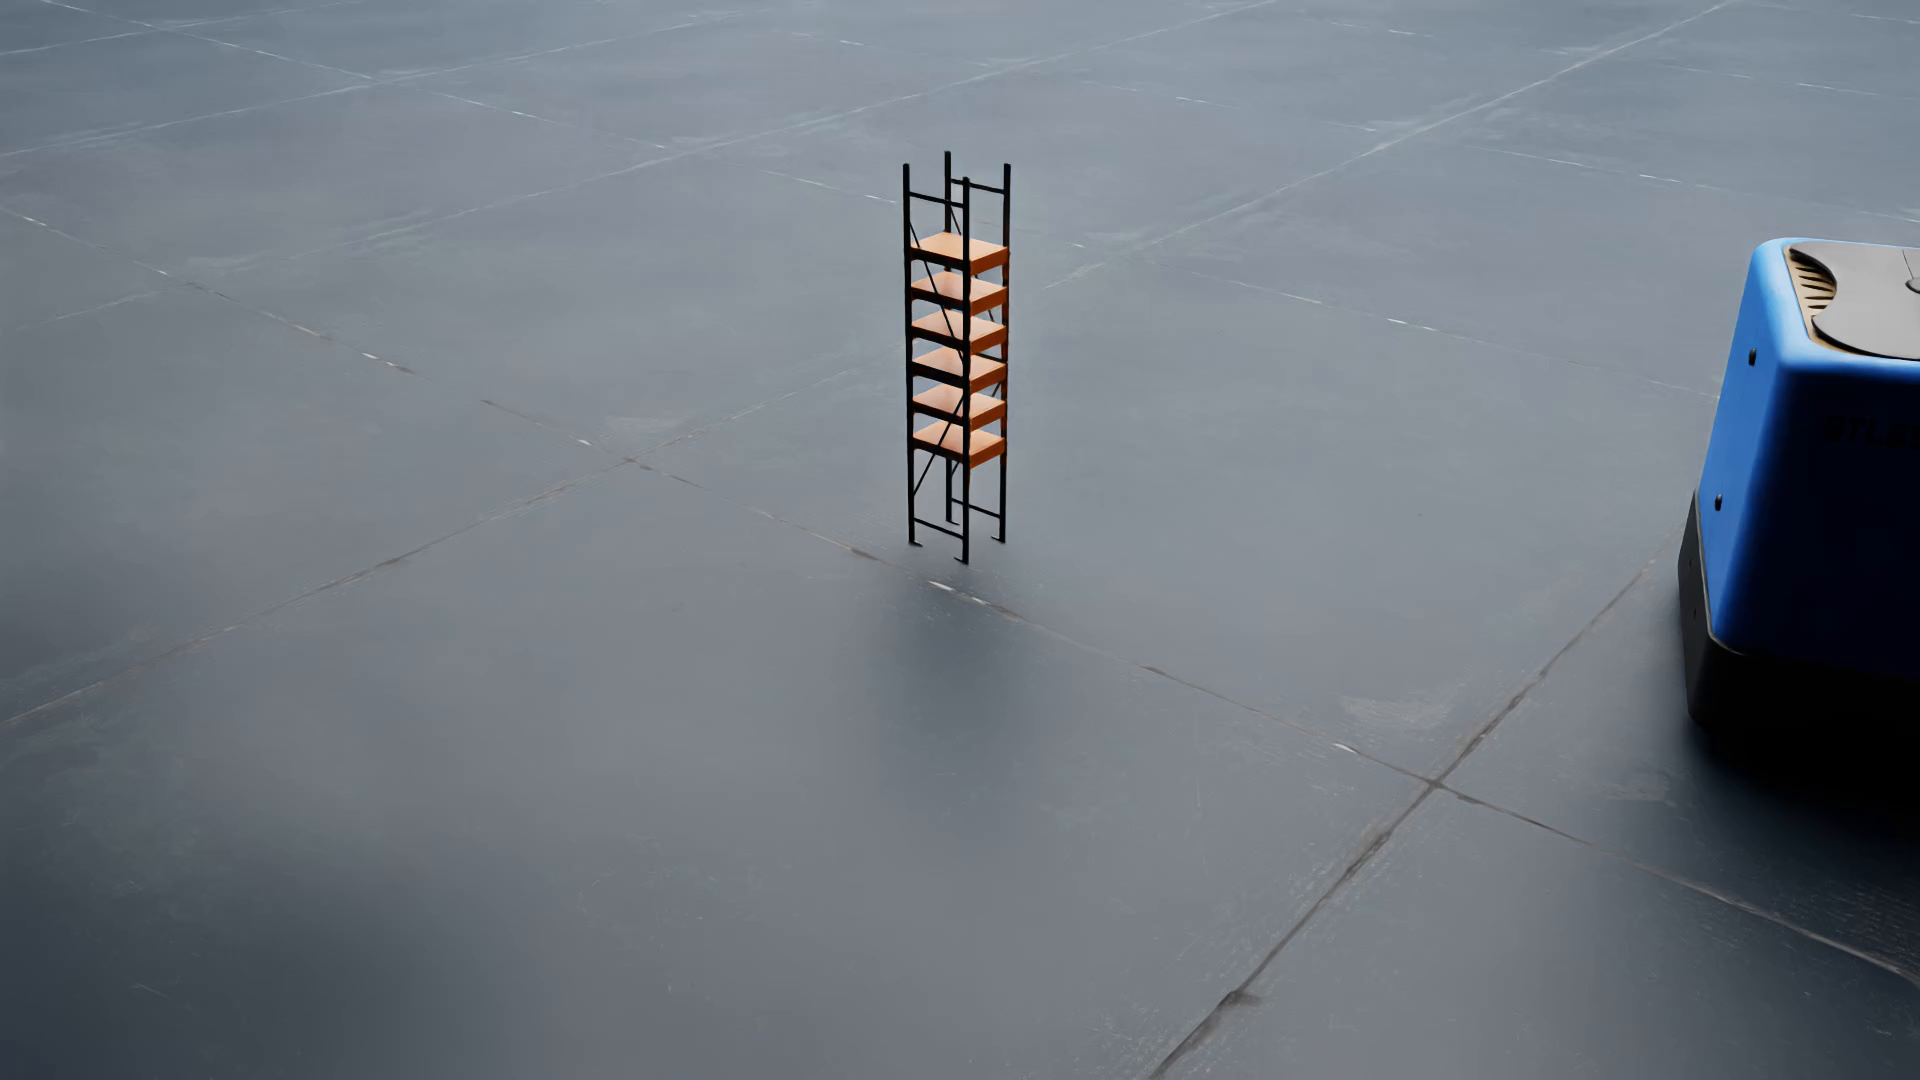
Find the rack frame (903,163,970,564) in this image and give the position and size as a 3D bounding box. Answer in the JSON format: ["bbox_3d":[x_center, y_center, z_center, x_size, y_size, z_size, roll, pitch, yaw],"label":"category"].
[{"bbox_3d":[-0.067,-0.495,4.902,0.240,1.200,0.006,21,34,34],"label":"rack frame"}]

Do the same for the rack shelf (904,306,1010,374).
[{"bbox_3d":[-0.009,-0.595,4.930,0.258,0.103,0.180,21,34,34],"label":"rack shelf"}]

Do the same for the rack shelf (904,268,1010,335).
[{"bbox_3d":[-0.009,-0.701,4.875,0.258,0.103,0.180,21,34,34],"label":"rack shelf"}]

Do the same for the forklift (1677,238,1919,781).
[{"bbox_3d":[3.428,-0.753,3.516,3.031,2.935,1.130,9,29,17],"label":"forklift"}]

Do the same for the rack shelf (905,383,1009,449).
[{"bbox_3d":[-0.009,-0.382,5.040,0.258,0.103,0.180,21,34,34],"label":"rack shelf"}]

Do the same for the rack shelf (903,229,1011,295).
[{"bbox_3d":[-0.009,-0.808,4.819,0.258,0.103,0.180,21,34,34],"label":"rack shelf"}]

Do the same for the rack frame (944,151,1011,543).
[{"bbox_3d":[0.049,-0.560,5.027,0.240,1.200,0.006,21,34,34],"label":"rack frame"}]

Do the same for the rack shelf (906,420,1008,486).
[{"bbox_3d":[-0.009,-0.275,5.095,0.258,0.103,0.180,21,34,34],"label":"rack shelf"}]

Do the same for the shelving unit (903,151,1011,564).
[{"bbox_3d":[-0.009,-0.528,4.964,0.258,1.200,0.189,21,34,34],"label":"shelving unit"}]

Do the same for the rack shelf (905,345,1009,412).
[{"bbox_3d":[-0.009,-0.488,4.985,0.258,0.103,0.180,21,34,34],"label":"rack shelf"}]
